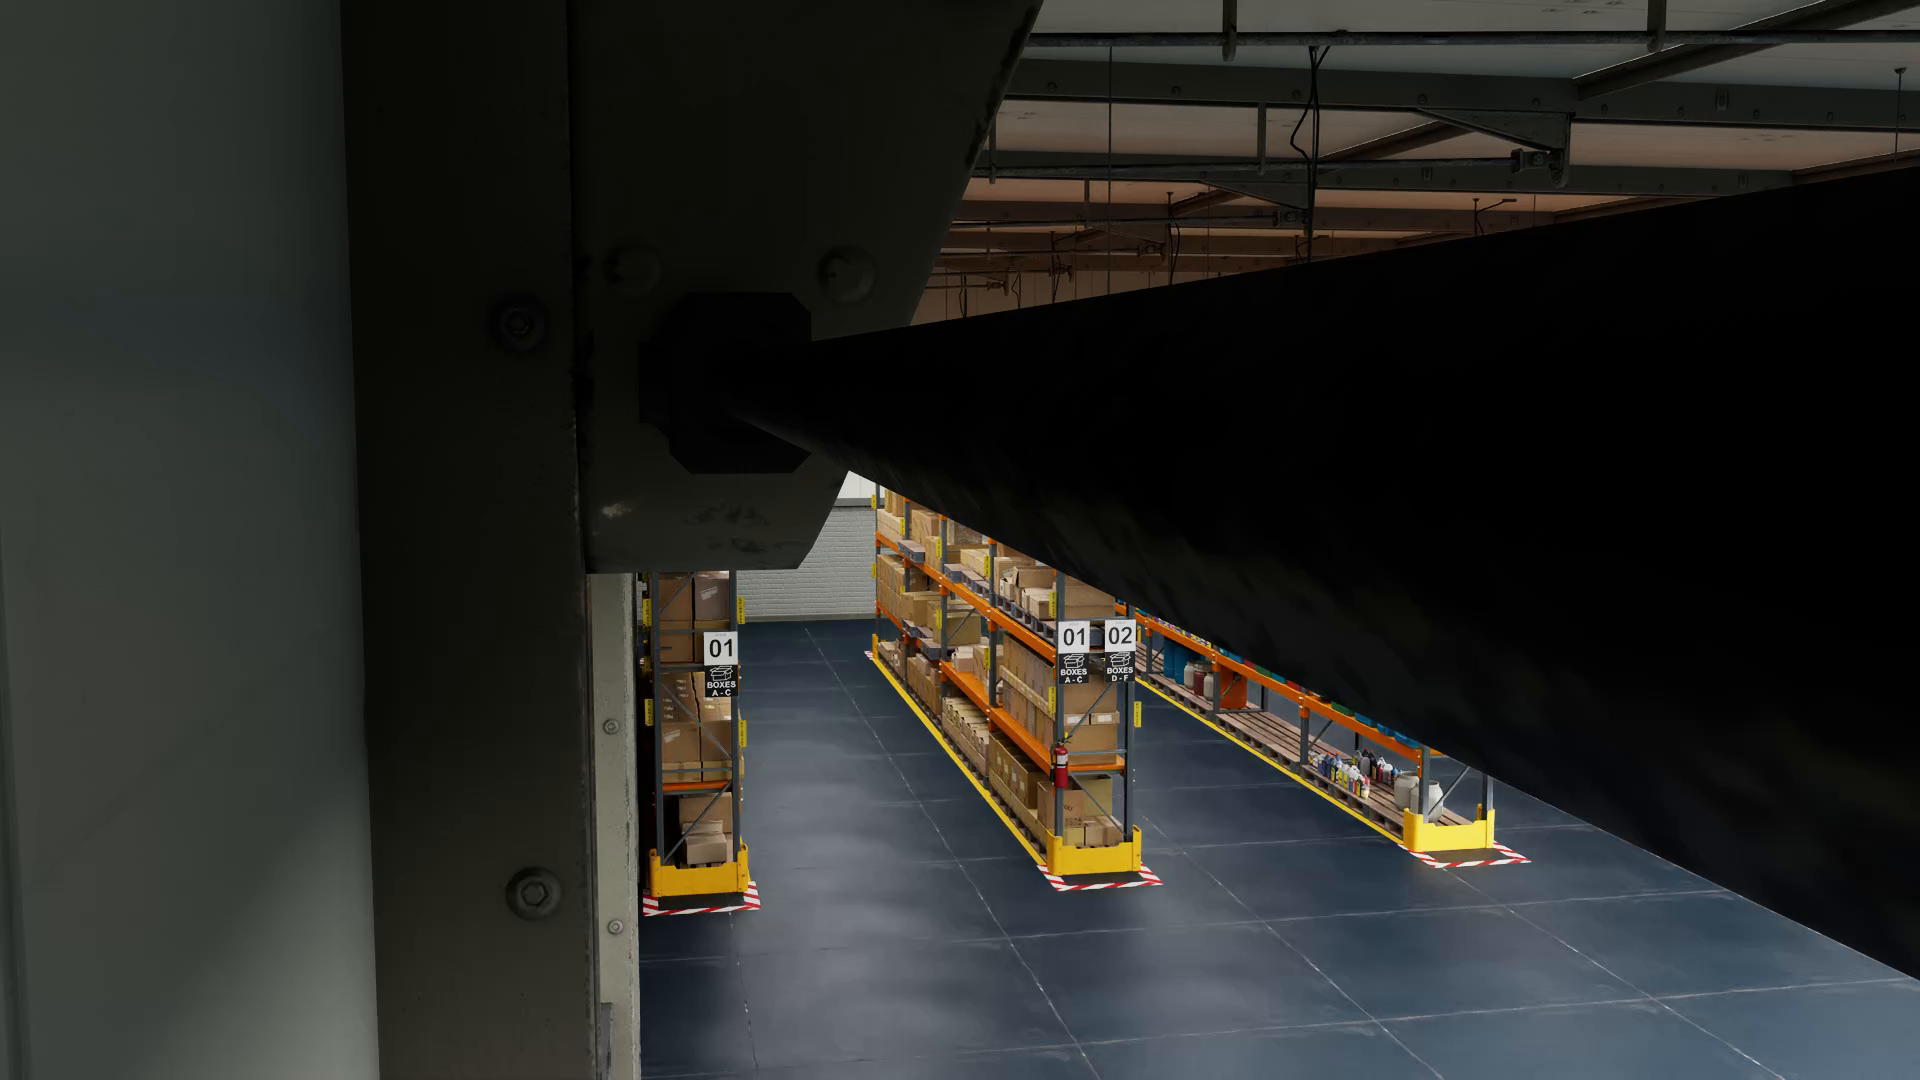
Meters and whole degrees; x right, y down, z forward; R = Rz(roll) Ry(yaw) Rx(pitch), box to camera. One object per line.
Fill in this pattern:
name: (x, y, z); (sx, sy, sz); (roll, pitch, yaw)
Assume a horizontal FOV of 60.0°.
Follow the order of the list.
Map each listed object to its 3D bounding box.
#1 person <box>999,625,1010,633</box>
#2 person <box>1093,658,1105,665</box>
person: (1.130, 1.895, 34.250); (0.652, 1.784, 0.986); (-2, 6, -15)
person: (2.445, 2.395, 30.362); (0.608, 1.659, 0.557); (-1, 6, -14)
